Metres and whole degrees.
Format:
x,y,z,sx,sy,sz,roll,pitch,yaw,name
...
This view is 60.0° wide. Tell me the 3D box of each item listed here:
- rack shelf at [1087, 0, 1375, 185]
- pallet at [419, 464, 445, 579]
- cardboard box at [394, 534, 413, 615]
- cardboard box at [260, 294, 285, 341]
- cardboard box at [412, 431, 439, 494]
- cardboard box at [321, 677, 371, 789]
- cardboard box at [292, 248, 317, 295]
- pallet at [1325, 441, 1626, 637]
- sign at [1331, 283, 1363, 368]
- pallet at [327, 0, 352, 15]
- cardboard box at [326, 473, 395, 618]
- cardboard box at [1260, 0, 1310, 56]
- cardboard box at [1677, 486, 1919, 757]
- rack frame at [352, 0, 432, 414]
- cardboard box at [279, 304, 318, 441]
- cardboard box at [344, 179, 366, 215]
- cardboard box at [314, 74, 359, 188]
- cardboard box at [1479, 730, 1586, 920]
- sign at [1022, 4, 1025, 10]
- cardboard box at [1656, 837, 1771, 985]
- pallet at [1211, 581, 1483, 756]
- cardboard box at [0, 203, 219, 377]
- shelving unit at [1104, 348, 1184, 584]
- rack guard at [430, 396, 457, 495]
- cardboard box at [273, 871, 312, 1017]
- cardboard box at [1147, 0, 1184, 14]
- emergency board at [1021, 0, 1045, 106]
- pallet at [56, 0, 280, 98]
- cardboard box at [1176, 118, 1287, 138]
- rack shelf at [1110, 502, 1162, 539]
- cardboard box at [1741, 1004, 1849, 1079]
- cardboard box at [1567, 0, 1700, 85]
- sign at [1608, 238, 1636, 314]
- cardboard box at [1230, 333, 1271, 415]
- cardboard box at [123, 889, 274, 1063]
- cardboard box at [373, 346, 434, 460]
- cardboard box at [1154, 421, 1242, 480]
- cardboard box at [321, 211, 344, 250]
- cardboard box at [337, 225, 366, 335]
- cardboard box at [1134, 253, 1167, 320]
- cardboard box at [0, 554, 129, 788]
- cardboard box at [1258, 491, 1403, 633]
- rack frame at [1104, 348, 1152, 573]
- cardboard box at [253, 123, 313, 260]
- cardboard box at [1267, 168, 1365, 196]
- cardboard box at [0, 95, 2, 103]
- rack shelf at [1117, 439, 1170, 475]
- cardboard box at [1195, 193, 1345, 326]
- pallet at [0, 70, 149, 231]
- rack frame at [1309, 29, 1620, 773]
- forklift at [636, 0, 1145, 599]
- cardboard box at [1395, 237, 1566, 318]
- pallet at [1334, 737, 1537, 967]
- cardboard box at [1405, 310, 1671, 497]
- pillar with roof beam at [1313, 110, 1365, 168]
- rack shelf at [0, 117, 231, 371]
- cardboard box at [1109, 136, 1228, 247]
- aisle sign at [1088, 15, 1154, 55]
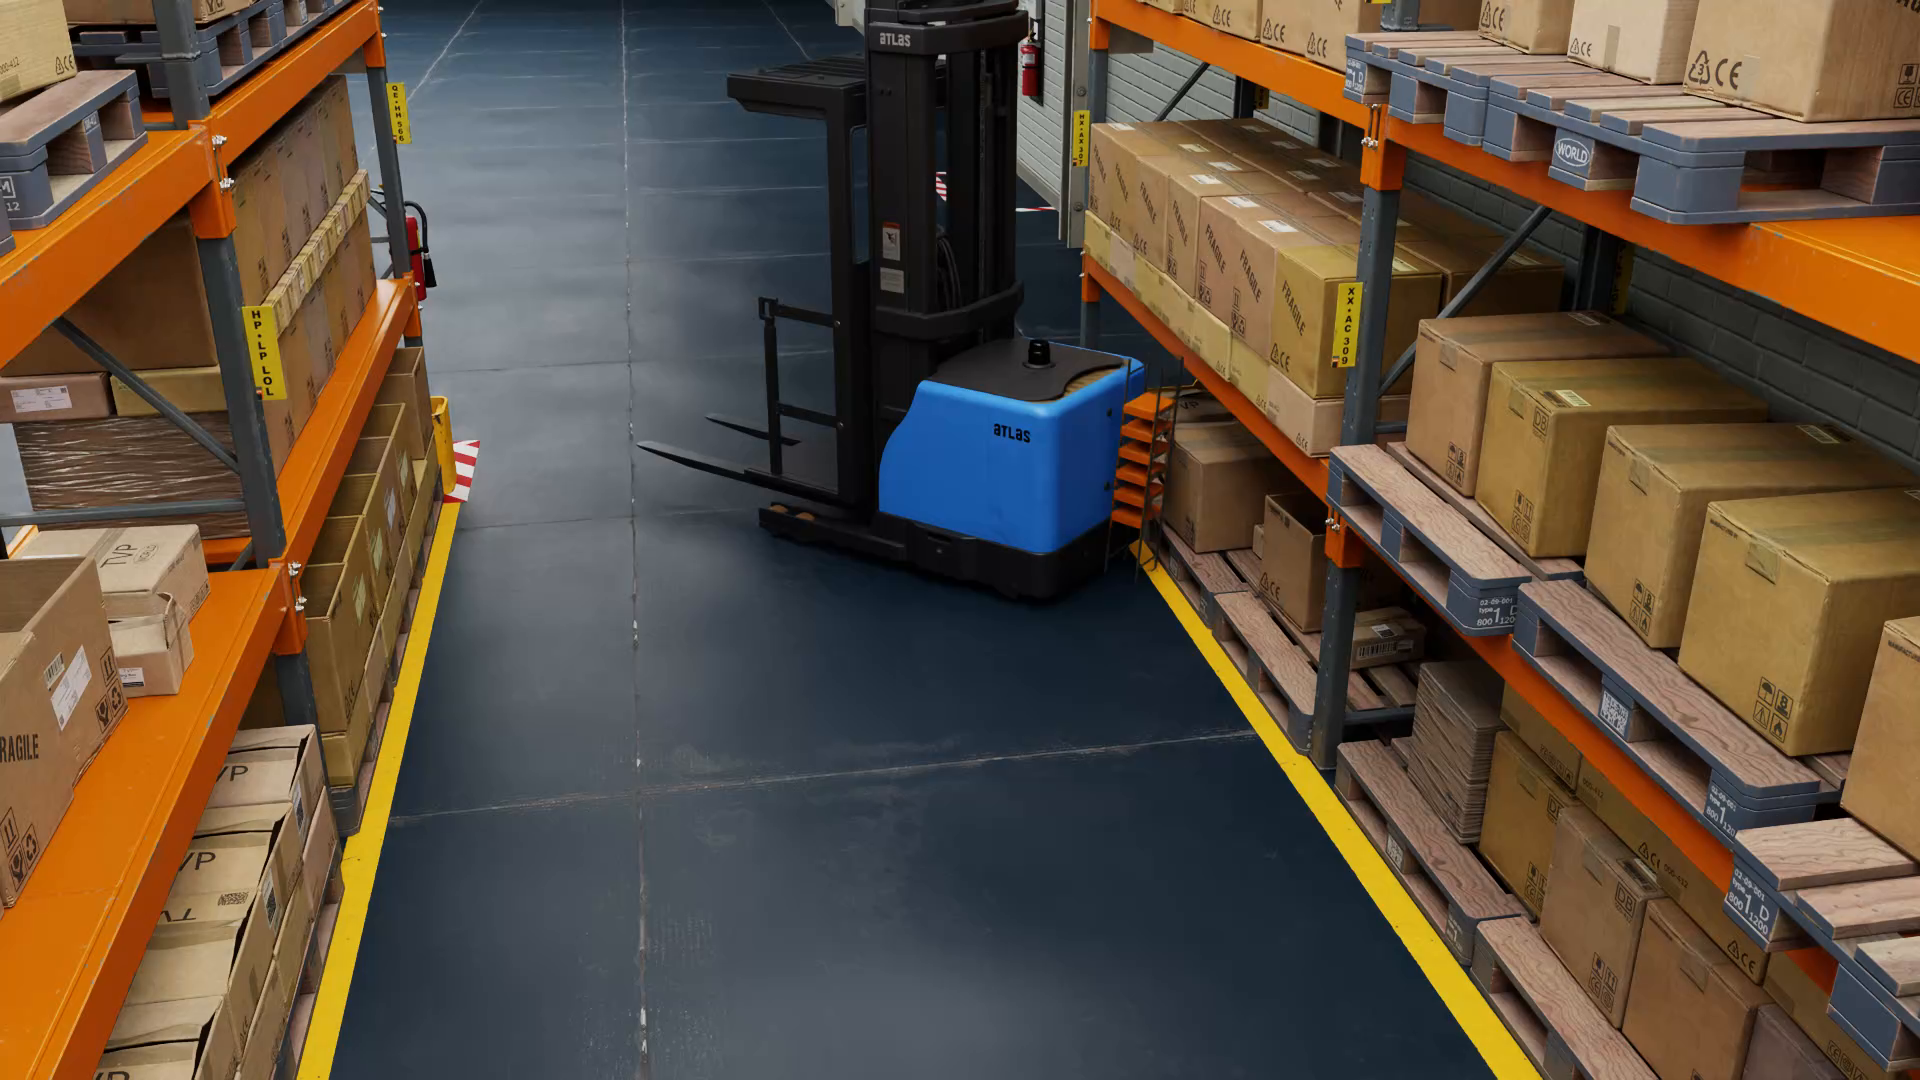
x,y,z,sx,sy,sz,roll,pitch,yaw,name
1.626,-2.288,7.891,1.077,0.370,4.000,-4,24,-10,rack shelf
-3.429,-0.086,9.183,1.003,0.211,1.213,-4,24,-10,pallet
-2.933,0.184,7.991,0.500,0.250,0.500,-4,24,-10,cardboard box
-2.877,-0.854,6.523,0.380,0.149,0.250,-5,24,-10,cardboard box
-3.222,-0.405,9.340,0.500,0.250,0.500,-4,24,-10,cardboard box
-2.660,0.775,6.639,0.500,0.250,0.500,-4,24,-10,cardboard box
-3.021,-1.160,7.223,0.380,0.149,0.250,-4,24,-10,cardboard box
1.994,-0.057,5.872,1.003,0.211,1.213,-4,24,-10,pallet
1.464,-0.810,6.274,0.100,0.325,0.005,-4,24,-10,sign
-3.506,-2.715,8.082,1.003,0.211,1.213,-4,24,-10,pallet
-2.835,0.037,7.391,0.500,0.500,0.500,-4,24,-10,cardboard box
1.578,-2.266,6.793,0.500,0.500,0.500,-6,24,-14,cardboard box
2.386,0.197,4.376,0.700,0.500,0.500,-4,24,-10,cardboard box
-3.612,-1.661,9.306,1.000,3.000,0.127,-4,24,-10,rack frame
-3.153,-0.713,7.009,0.700,0.500,0.500,-4,24,-9,cardboard box
-3.304,-1.765,8.609,0.380,0.149,0.250,-4,24,-8,cardboard box
-3.528,-2.096,8.556,0.700,0.500,0.500,-4,24,-10,cardboard box
2.293,0.976,5.842,0.700,0.500,0.500,-5,24,-11,cardboard box
0.698,-5.635,17.698,0.001,0.109,0.331,-4,24,-10,sign
2.407,1.007,4.832,0.500,0.250,0.500,-4,24,-10,cardboard box
1.837,0.560,7.704,1.003,0.211,1.213,-4,24,-10,pallet
-2.960,-0.902,5.823,0.700,0.500,0.500,-4,24,-9,cardboard box
0.946,-0.375,8.594,0.189,1.200,0.258,20,30,29,shelving unit
-3.616,-0.525,9.828,1.175,0.500,0.348,-4,24,-10,rack guard
-2.419,1.320,5.390,0.500,0.250,0.500,-5,24,-11,cardboard box
1.236,-2.891,8.224,0.500,0.500,0.500,-3,24,-7,cardboard box
0.706,-5.153,17.301,0.194,1.169,0.643,-4,24,-10,emergency board
-3.055,-1.756,5.885,1.003,0.211,1.213,-4,24,-10,pallet
1.552,-2.144,9.636,0.500,0.500,0.500,-5,24,-10,cardboard box
0.928,-0.120,8.719,0.180,0.103,0.258,20,30,29,rack shelf
2.570,1.571,4.480,0.700,0.500,0.500,-4,24,-10,cardboard box
2.132,-1.519,4.819,0.500,0.311,0.500,-4,24,-8,cardboard box
2.540,-1.029,6.412,0.100,0.325,0.005,-4,24,-10,sign
1.526,-0.757,7.398,0.500,0.250,0.500,-4,24,-10,cardboard box
-2.323,1.261,4.824,0.500,0.311,0.500,-4,24,-10,cardboard box
-3.220,-0.749,9.190,0.500,0.500,0.500,-4,24,-10,cardboard box
1.401,-0.496,9.447,0.500,0.311,0.500,-2,24,-5,cardboard box
-3.163,-1.462,7.915,0.380,0.149,0.250,-4,24,-8,cardboard box
-3.436,-1.316,8.391,0.700,0.500,0.500,-4,24,-8,cardboard box
1.232,-1.350,8.757,0.500,0.250,0.500,-5,24,-11,cardboard box
-2.649,0.377,4.515,0.500,0.500,0.500,-3,24,-6,cardboard box
1.764,0.082,7.887,0.500,0.500,0.500,-6,24,-14,cardboard box
0.871,-0.402,8.638,0.006,1.200,0.240,20,30,29,rack frame
-3.239,-1.495,7.179,0.700,0.500,0.500,-4,24,-10,cardboard box
1.828,-1.544,8.263,0.500,0.500,0.500,-4,24,-9,cardboard box
-2.663,-1.127,3.999,0.500,0.250,0.500,-7,24,-15,cardboard box
0.951,-0.442,8.561,0.180,0.103,0.258,20,30,29,rack shelf
1.424,-1.298,7.700,0.500,0.500,0.500,-5,24,-11,cardboard box
-2.696,-1.029,4.350,0.805,0.209,1.217,-5,24,-12,pallet
1.996,-0.456,6.547,1.000,3.000,0.127,-4,24,-10,rack frame
-0.515,-1.484,8.986,3.031,2.935,1.130,15,28,31,forklift
2.114,-0.941,6.881,0.500,0.500,0.500,-5,24,-11,cardboard box
2.141,1.128,6.404,1.003,0.211,1.213,-4,24,-10,pallet
2.056,-0.501,5.974,0.700,0.500,0.500,-4,24,-10,cardboard box
-1.995,-4.249,7.735,9.100,9.000,0.400,-4,24,-10,pillar with roof beam
-2.502,-0.346,3.446,1.077,0.370,4.000,-4,24,-10,rack shelf
1.130,-1.908,9.097,0.500,0.500,0.500,-4,24,-10,cardboard box
0.948,-3.227,9.643,0.394,0.787,0.004,-4,24,-10,aisle sign
